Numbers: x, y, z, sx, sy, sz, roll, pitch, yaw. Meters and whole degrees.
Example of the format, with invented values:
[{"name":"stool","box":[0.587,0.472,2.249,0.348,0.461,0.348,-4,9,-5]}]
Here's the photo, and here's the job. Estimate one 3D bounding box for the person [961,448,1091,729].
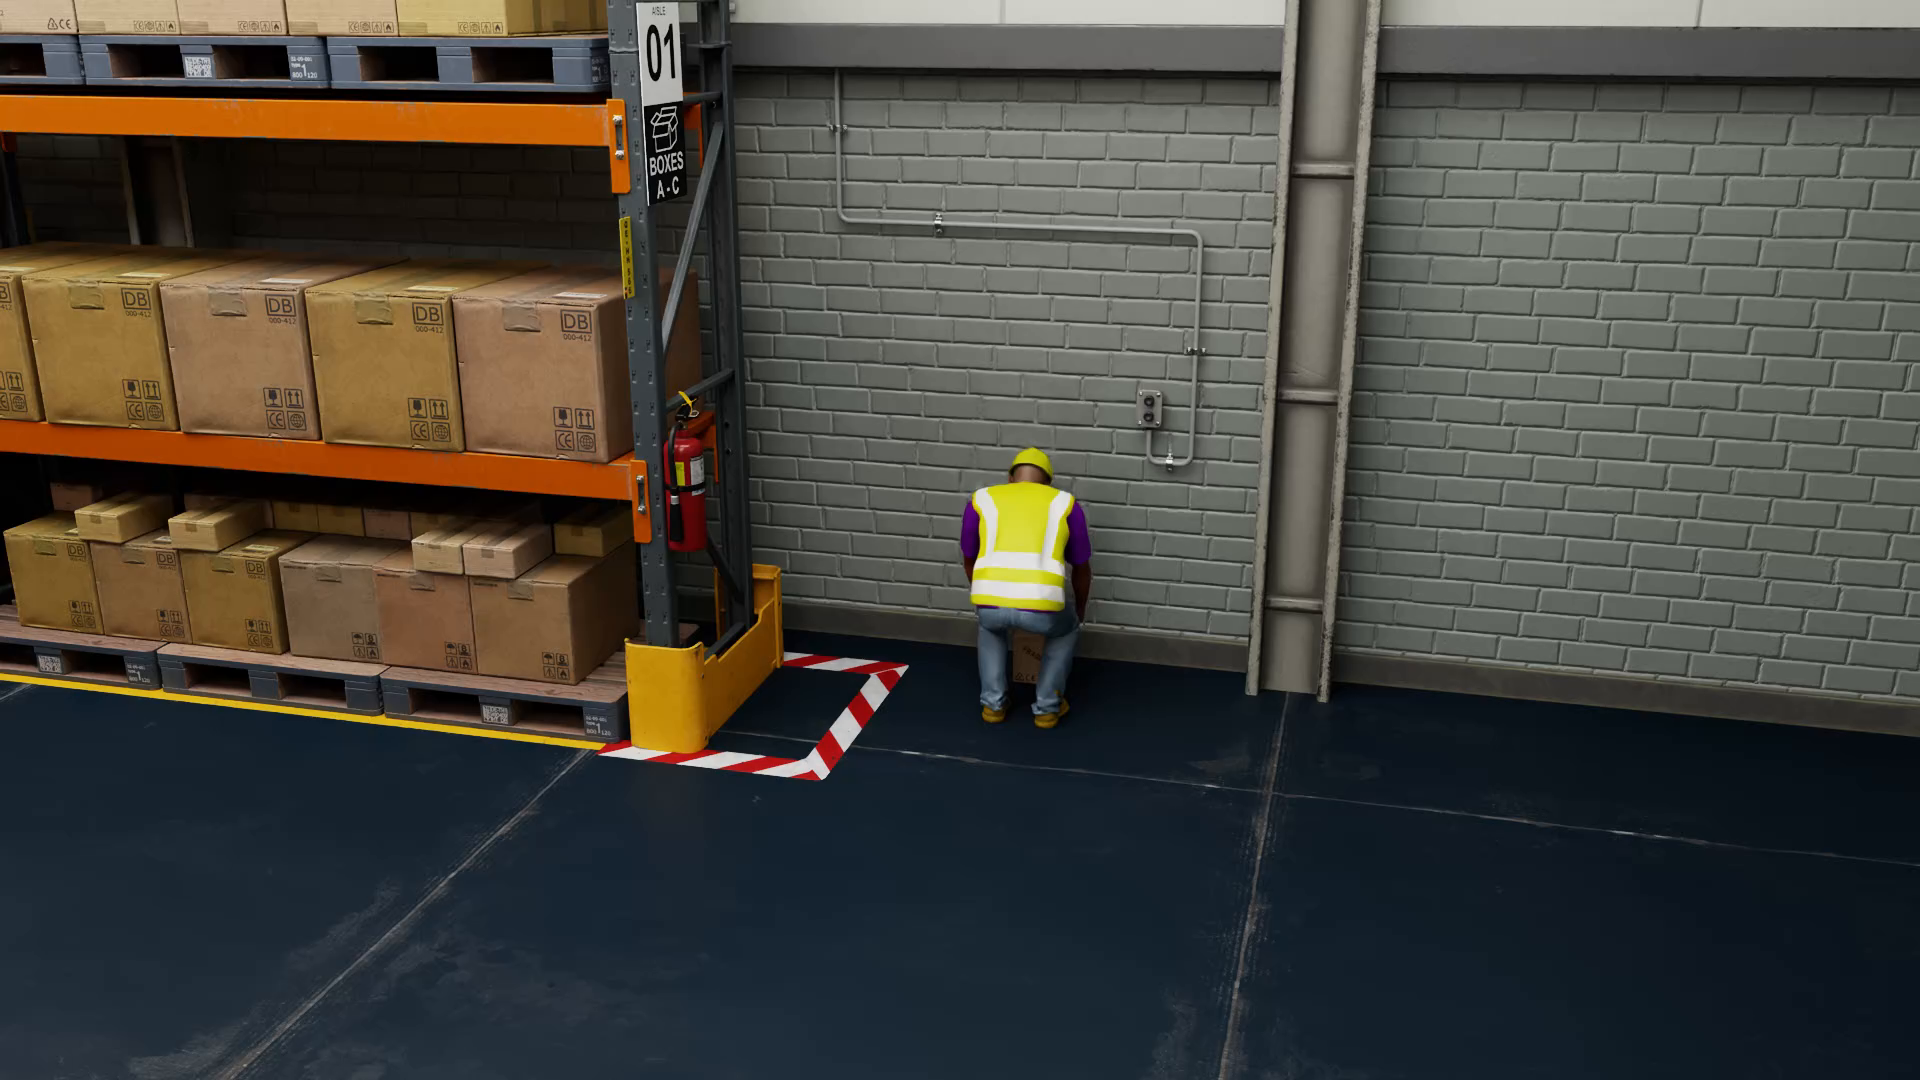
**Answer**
[{"name":"person","box":[0.276,0.225,7.753,0.619,1.196,0.847,4,19,13]}]
